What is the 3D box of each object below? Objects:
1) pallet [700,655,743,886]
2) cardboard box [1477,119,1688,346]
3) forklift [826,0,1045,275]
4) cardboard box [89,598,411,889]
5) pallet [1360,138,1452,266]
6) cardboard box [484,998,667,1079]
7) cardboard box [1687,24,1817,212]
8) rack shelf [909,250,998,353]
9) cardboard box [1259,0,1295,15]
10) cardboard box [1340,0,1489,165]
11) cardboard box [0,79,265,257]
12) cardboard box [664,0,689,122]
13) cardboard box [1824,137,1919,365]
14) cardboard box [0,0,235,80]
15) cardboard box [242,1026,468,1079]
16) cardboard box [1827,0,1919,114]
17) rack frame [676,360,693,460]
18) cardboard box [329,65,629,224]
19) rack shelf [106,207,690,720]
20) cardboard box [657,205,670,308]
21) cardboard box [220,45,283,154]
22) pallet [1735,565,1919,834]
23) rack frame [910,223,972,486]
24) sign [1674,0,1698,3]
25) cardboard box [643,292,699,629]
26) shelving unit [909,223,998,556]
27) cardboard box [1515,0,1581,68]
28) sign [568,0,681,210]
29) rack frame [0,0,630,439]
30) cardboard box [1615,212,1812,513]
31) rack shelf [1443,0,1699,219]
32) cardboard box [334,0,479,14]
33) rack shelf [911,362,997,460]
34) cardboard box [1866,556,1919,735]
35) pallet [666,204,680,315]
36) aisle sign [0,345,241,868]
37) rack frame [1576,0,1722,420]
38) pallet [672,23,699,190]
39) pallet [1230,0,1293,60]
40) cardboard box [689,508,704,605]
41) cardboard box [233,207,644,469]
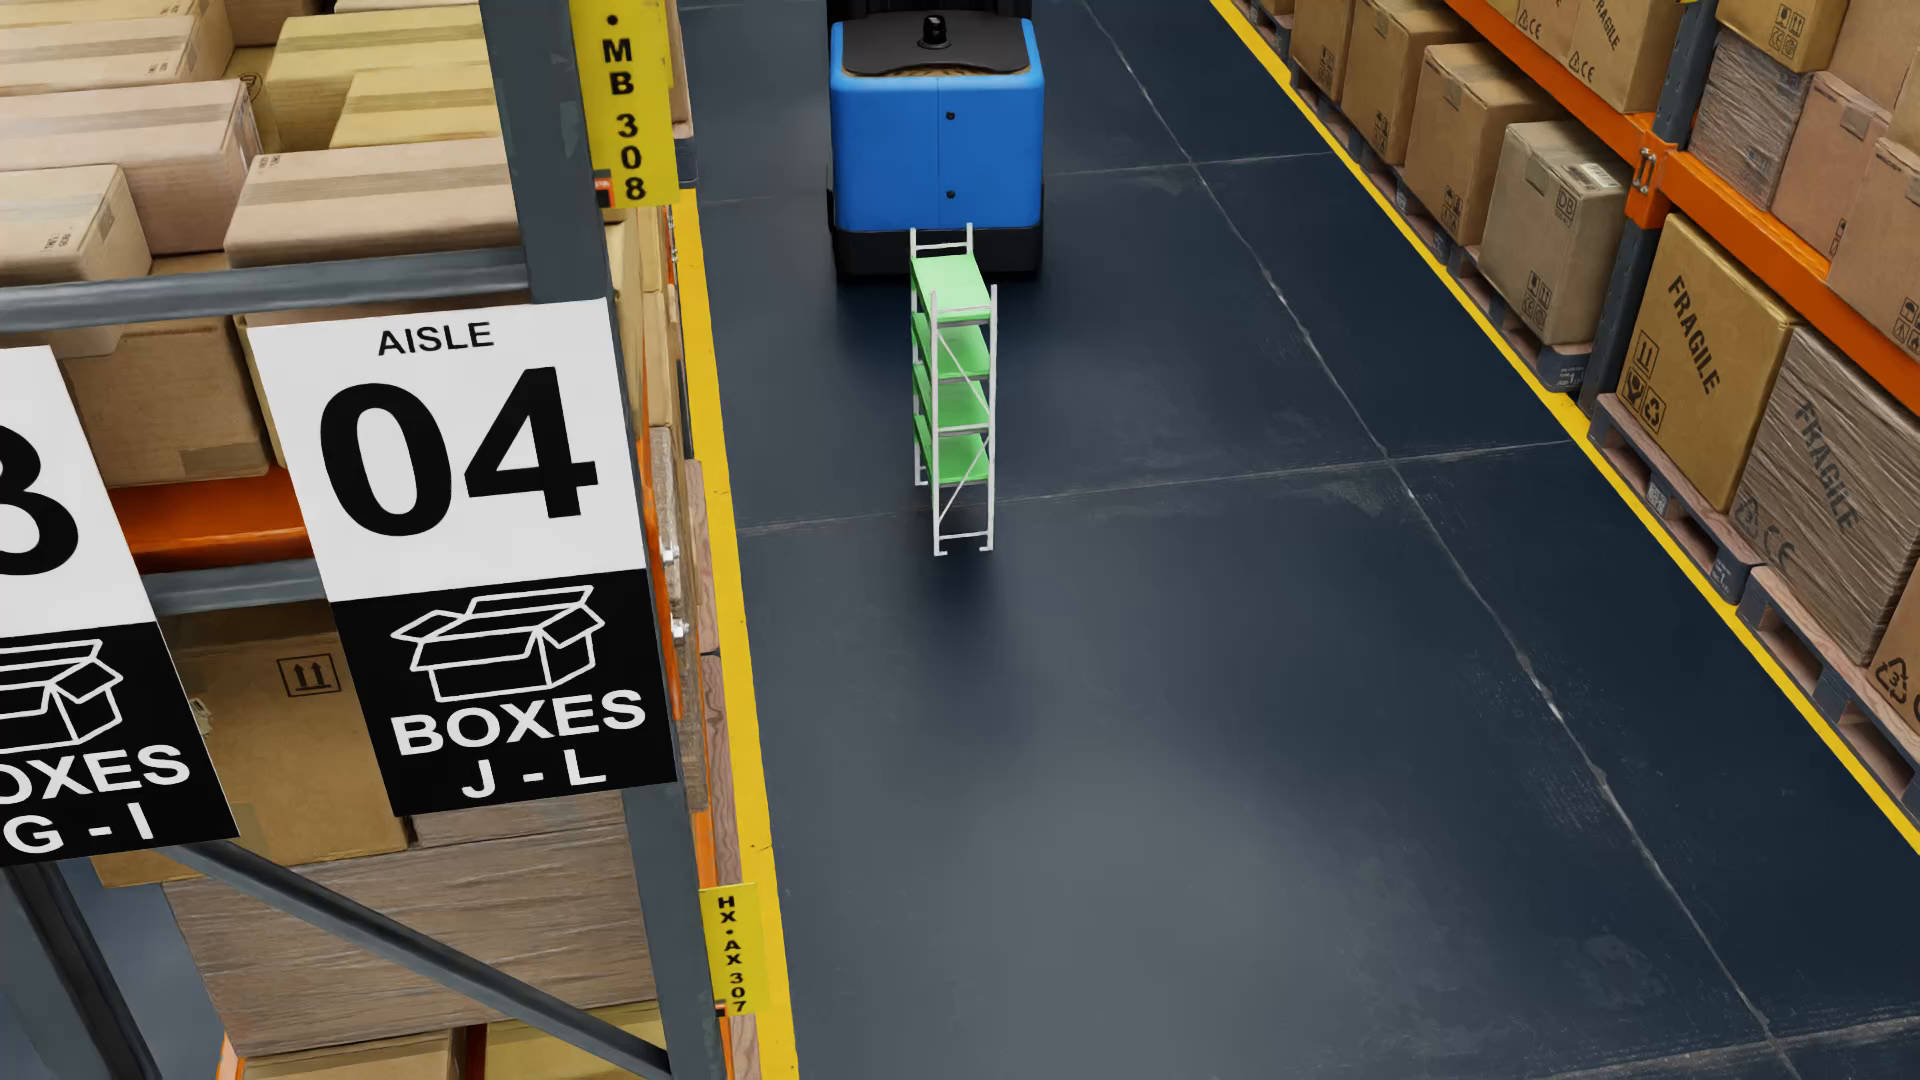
[{"bbox_3d":[-1.236,0.902,5.416,1.003,0.211,1.213,-6,38,-8],"label":"pallet"},{"bbox_3d":[3.098,-1.454,7.668,1.050,0.750,0.750,-6,38,-8],"label":"cardboard box"},{"bbox_3d":[-0.176,-3.369,8.698,1.130,2.935,3.031,-2,38,-2],"label":"forklift"},{"bbox_3d":[-1.244,0.220,2.883,0.500,0.500,0.500,-6,38,-8],"label":"cardboard box"},{"bbox_3d":[2.868,-1.907,9.032,1.003,0.211,1.213,-6,38,-8],"label":"pallet"},{"bbox_3d":[-0.720,0.978,3.250,0.380,0.149,0.250,-6,38,-8],"label":"cardboard box"},{"bbox_3d":[3.372,-1.649,6.306,0.875,0.550,0.550,-6,38,-8],"label":"cardboard box"},{"bbox_3d":[-0.029,-0.902,6.255,0.258,0.148,0.480,-6,38,-8],"label":"rack shelf"},{"bbox_3d":[2.221,-3.776,10.860,0.500,0.500,0.500,-6,38,-8],"label":"cardboard box"},{"bbox_3d":[2.769,-2.600,9.143,1.050,0.750,0.750,-6,38,-7],"label":"cardboard box"},{"bbox_3d":[-1.191,-0.510,2.314,0.380,0.149,0.250,-7,38,-9],"label":"cardboard box"},{"bbox_3d":[-1.607,-2.237,6.353,1.000,1.000,1.000,-6,38,-8],"label":"cardboard box"},{"bbox_3d":[3.469,-0.981,5.445,0.875,0.550,0.550,-6,38,-8],"label":"cardboard box"},{"bbox_3d":[-1.414,-0.812,2.703,0.380,0.149,0.250,-6,38,-8],"label":"cardboard box"},{"bbox_3d":[-1.158,1.026,3.189,0.380,0.149,0.250,-6,38,-8],"label":"cardboard box"},{"bbox_3d":[3.537,-1.751,5.556,0.875,0.550,0.550,-6,38,-8],"label":"cardboard box"},{"bbox_3d":[-1.606,-1.339,6.029,1.000,3.000,0.127,-6,38,-8],"label":"rack frame"},{"bbox_3d":[-0.675,-0.564,2.383,0.380,0.149,0.250,-5,38,-7],"label":"cardboard box"},{"bbox_3d":[-1.255,-1.031,3.774,1.077,0.370,4.000,-6,38,-8],"label":"rack shelf"},{"bbox_3d":[-0.996,-0.742,4.122,0.500,0.500,0.500,-6,38,-8],"label":"cardboard box"},{"bbox_3d":[-1.330,-0.613,2.772,0.500,0.250,0.500,-6,38,-8],"label":"cardboard box"},{"bbox_3d":[3.569,0.496,5.940,1.003,0.211,1.213,-6,38,-8],"label":"pallet"},{"bbox_3d":[-0.072,-0.721,6.700,0.240,1.200,0.015,-6,38,-8],"label":"rack frame"},{"bbox_3d":[2.763,-2.173,6.223,0.100,0.325,0.005,-6,38,-8],"label":"sign"},{"bbox_3d":[-0.813,-0.139,3.345,0.500,0.500,0.500,-6,38,-8],"label":"cardboard box"},{"bbox_3d":[-0.029,-0.574,6.511,0.258,1.200,0.503,-6,38,-8],"label":"shelving unit"},{"bbox_3d":[2.852,-2.443,7.368,0.500,0.500,0.500,-7,38,-8],"label":"cardboard box"},{"bbox_3d":[-0.370,-0.511,1.806,0.100,0.325,0.005,-6,38,-8],"label":"sign"},{"bbox_3d":[-0.905,-1.292,1.078,1.000,3.000,0.127,-6,38,-8],"label":"rack frame"},{"bbox_3d":[3.336,-0.751,6.661,0.875,0.875,0.875,-6,38,-7],"label":"cardboard box"},{"bbox_3d":[2.944,-2.735,8.412,1.077,0.370,4.000,-6,38,-8],"label":"rack shelf"},{"bbox_3d":[-0.819,-0.875,2.784,0.380,0.149,0.250,-5,38,-6],"label":"cardboard box"},{"bbox_3d":[-0.029,-0.523,6.550,0.258,0.148,0.480,-6,38,-8],"label":"rack shelf"},{"bbox_3d":[3.656,0.344,5.252,0.875,0.875,0.875,-7,38,-9],"label":"cardboard box"},{"bbox_3d":[-1.961,-1.446,8.440,1.003,0.211,1.213,-6,38,-8],"label":"pallet"},{"bbox_3d":[-1.189,0.120,2.032,0.394,0.787,0.004,-6,38,-8],"label":"aisle sign"},{"bbox_3d":[3.295,-1.811,6.637,1.000,3.000,0.127,-6,38,-8],"label":"rack frame"},{"bbox_3d":[-1.597,-1.741,6.702,1.003,0.211,1.213,-6,38,-8],"label":"pallet"},{"bbox_3d":[2.458,-3.598,11.210,1.003,0.211,1.213,-6,38,-8],"label":"pallet"},{"bbox_3d":[-0.887,0.062,4.430,0.380,0.149,0.250,-6,38,-8],"label":"cardboard box"},{"bbox_3d":[-0.735,-0.367,2.455,0.500,0.250,0.500,-5,38,-7],"label":"cardboard box"}]
